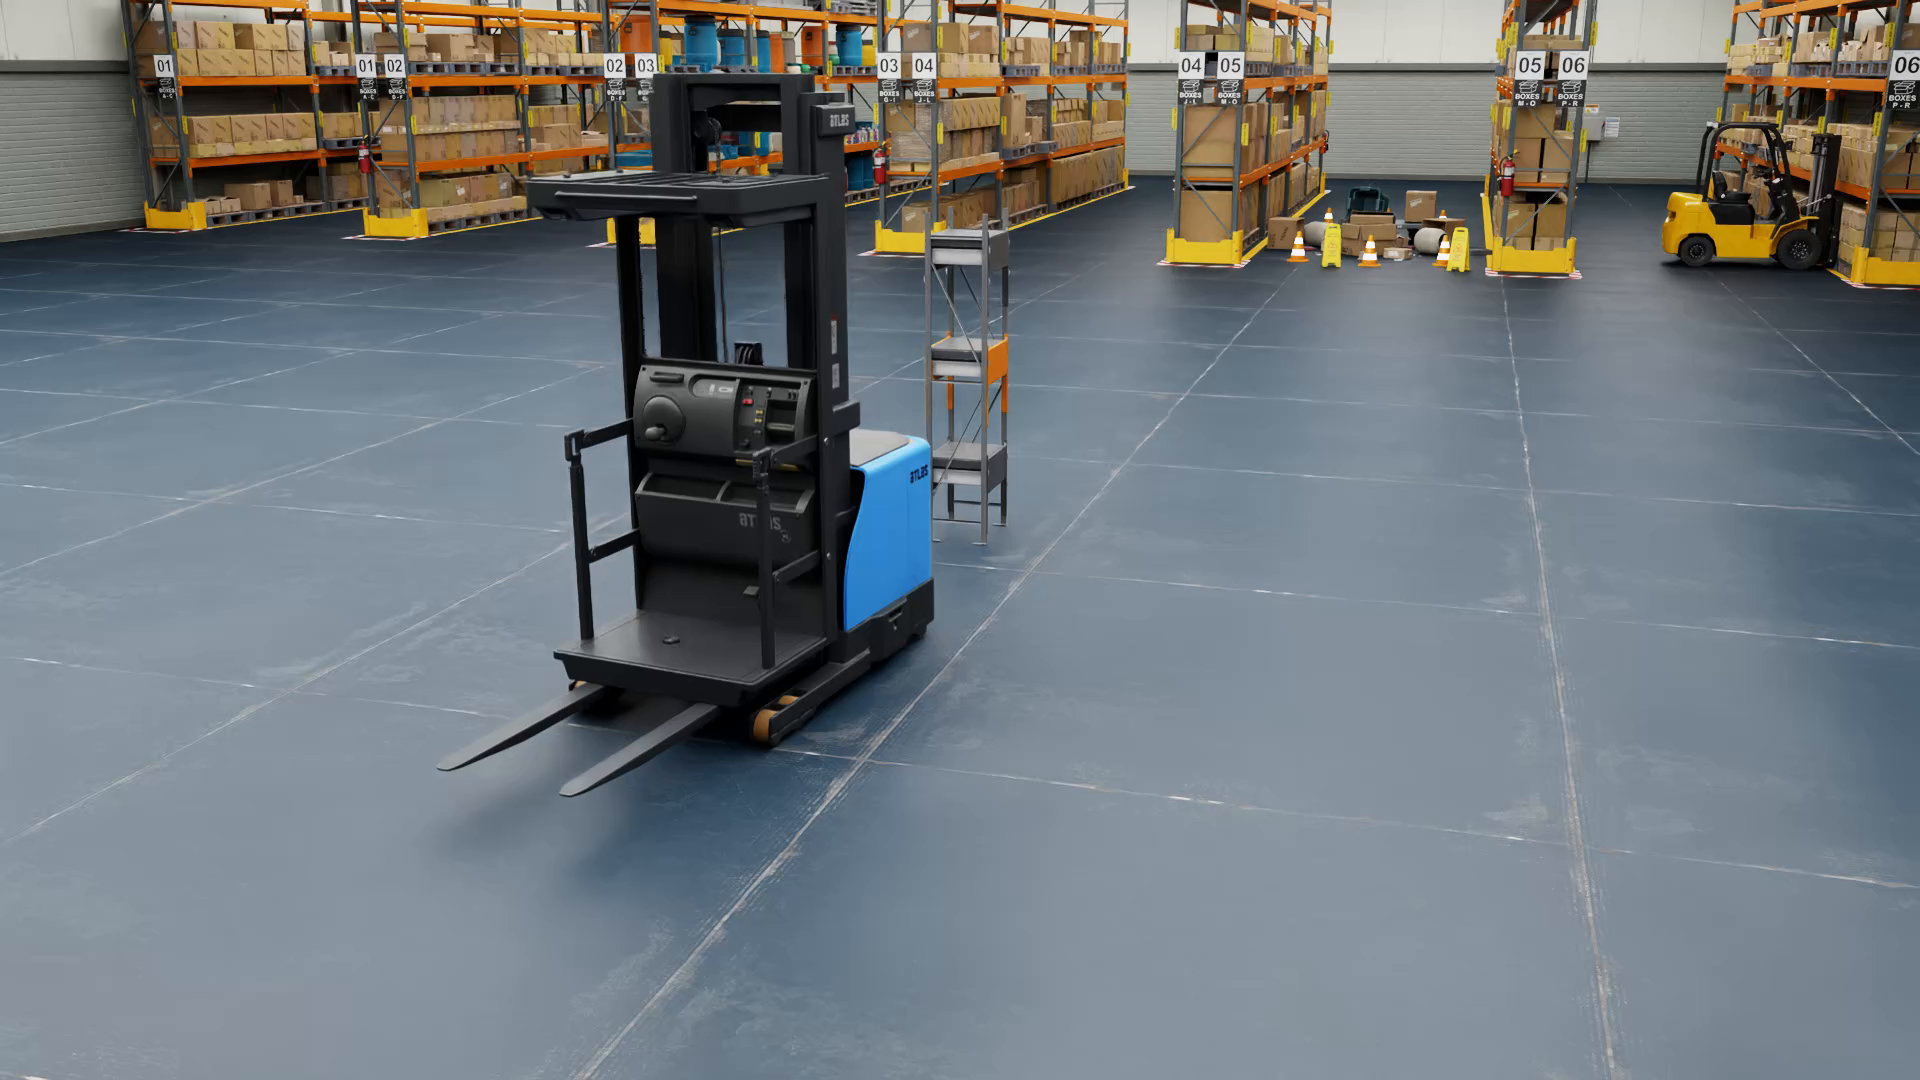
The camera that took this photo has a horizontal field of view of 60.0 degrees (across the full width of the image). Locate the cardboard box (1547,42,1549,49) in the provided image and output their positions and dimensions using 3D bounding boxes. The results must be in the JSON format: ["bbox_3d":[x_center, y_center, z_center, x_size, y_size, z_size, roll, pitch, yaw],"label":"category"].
[{"bbox_3d":[8.928,-7.652,25.812,0.380,0.149,0.250,4,16,14],"label":"cardboard box"}]

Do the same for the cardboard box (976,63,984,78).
[{"bbox_3d":[0.110,-8.287,29.325,0.500,0.250,0.500,5,16,15],"label":"cardboard box"}]

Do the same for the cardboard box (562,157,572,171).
[{"bbox_3d":[-10.937,-10.163,44.973,0.700,0.500,0.500,4,16,14],"label":"cardboard box"}]

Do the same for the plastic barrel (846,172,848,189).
[{"bbox_3d":[-2.806,-8.340,38.525,0.421,0.512,0.421,0,16,0],"label":"plastic barrel"}]

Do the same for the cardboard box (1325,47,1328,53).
[{"bbox_3d":[8.612,-11.747,39.877,0.380,0.149,0.250,4,16,15],"label":"cardboard box"}]

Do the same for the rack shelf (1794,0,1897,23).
[{"bbox_3d":[15.118,-9.043,28.272,1.077,0.370,4.000,5,16,16],"label":"rack shelf"}]

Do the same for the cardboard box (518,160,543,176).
[{"bbox_3d":[-11.375,-9.757,43.544,0.700,0.500,0.500,5,17,17],"label":"cardboard box"}]

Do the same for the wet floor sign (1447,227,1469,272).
[{"bbox_3d":[7.573,-4.410,25.196,0.267,0.644,0.232,11,19,35],"label":"wet floor sign"}]

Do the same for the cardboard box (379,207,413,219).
[{"bbox_3d":[-10.477,-6.090,31.072,0.500,0.250,0.500,5,16,16],"label":"cardboard box"}]

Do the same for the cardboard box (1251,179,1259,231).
[{"bbox_3d":[4.769,-5.934,29.379,0.875,0.875,0.875,5,17,17],"label":"cardboard box"}]

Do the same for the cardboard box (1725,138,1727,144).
[{"bbox_3d":[17.575,-9.056,37.721,0.380,0.149,0.250,5,17,17],"label":"cardboard box"}]

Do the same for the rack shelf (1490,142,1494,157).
[{"bbox_3d":[12.631,-8.826,37.769,1.077,0.370,4.000,5,16,16],"label":"rack shelf"}]

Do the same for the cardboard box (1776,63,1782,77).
[{"bbox_3d":[15.741,-8.874,31.398,0.500,0.250,0.500,5,16,16],"label":"cardboard box"}]

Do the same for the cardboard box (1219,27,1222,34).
[{"bbox_3d":[4.082,-8.337,27.273,0.380,0.149,0.250,5,17,16],"label":"cardboard box"}]

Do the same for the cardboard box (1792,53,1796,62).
[{"bbox_3d":[15.296,-8.732,30.096,0.380,0.166,0.250,5,16,16],"label":"cardboard box"}]

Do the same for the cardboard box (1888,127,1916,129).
[{"bbox_3d":[14.252,-6.172,25.176,0.380,0.149,0.250,5,17,17],"label":"cardboard box"}]

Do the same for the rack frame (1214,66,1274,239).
[{"bbox_3d":[5.015,-6.914,29.707,1.000,3.000,0.127,5,16,16],"label":"rack frame"}]

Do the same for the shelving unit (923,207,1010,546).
[{"bbox_3d":[0.047,-1.053,10.696,0.431,2.100,0.503,5,16,16],"label":"shelving unit"}]

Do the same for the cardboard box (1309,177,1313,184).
[{"bbox_3d":[8.031,-8.392,38.828,0.380,0.149,0.250,4,16,15],"label":"cardboard box"}]

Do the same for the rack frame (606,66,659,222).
[{"bbox_3d":[-5.598,-6.662,28.821,1.000,3.000,0.127,5,16,16],"label":"rack frame"}]

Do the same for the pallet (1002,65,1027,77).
[{"bbox_3d":[0.565,-8.831,31.313,1.213,0.211,1.003,5,16,16],"label":"pallet"}]

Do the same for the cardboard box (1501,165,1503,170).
[{"bbox_3d":[9.020,-6.044,27.101,0.380,0.149,0.250,5,17,16],"label":"cardboard box"}]

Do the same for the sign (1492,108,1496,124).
[{"bbox_3d":[11.530,-9.146,35.847,0.100,0.325,0.005,5,16,16],"label":"sign"}]

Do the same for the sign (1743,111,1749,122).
[{"bbox_3d":[16.300,-8.722,34.496,0.100,0.325,0.005,5,16,16],"label":"sign"}]

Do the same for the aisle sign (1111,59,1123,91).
[{"bbox_3d":[4.006,-11.710,41.855,0.394,0.787,0.004,5,16,16],"label":"aisle sign"}]

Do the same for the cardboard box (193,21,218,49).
[{"bbox_3d":[-14.563,-9.622,31.705,0.500,0.500,0.500,4,16,15],"label":"cardboard box"}]

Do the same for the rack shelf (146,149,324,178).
[{"bbox_3d":[-14.528,-7.608,33.473,1.077,0.370,4.000,5,16,16],"label":"rack shelf"}]

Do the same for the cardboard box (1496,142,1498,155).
[{"bbox_3d":[10.821,-7.683,32.694,0.500,0.250,0.500,4,16,14],"label":"cardboard box"}]

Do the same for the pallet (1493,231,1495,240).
[{"bbox_3d":[10.009,-5.419,29.546,1.003,0.211,1.213,5,16,16],"label":"pallet"}]

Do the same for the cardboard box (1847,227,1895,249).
[{"bbox_3d":[13.251,-4.397,24.188,0.500,0.250,0.500,4,16,15],"label":"cardboard box"}]

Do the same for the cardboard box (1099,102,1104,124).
[{"bbox_3d":[3.090,-10.083,39.237,0.500,0.500,0.500,5,16,16],"label":"cardboard box"}]

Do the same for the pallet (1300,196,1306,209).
[{"bbox_3d":[7.068,-7.461,36.748,1.003,0.211,1.213,5,16,16],"label":"pallet"}]

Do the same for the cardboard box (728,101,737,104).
[{"bbox_3d":[-6.093,-11.222,42.882,0.500,0.500,0.500,5,17,18],"label":"cardboard box"}]

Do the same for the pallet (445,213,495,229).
[{"bbox_3d":[-9.820,-6.227,32.398,1.003,0.211,1.213,5,16,16],"label":"pallet"}]

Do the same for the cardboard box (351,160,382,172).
[{"bbox_3d":[-13.341,-8.422,37.425,0.500,0.250,0.500,5,16,16],"label":"cardboard box"}]

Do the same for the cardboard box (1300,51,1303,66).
[{"bbox_3d":[6.704,-9.711,33.891,0.500,0.500,0.500,5,16,16],"label":"cardboard box"}]

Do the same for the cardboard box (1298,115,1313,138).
[{"bbox_3d":[7.670,-9.308,37.420,0.500,0.500,0.500,4,16,15],"label":"cardboard box"}]

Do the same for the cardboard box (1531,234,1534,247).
[{"bbox_3d":[9.442,-4.855,26.719,0.500,0.250,0.500,6,17,20],"label":"cardboard box"}]

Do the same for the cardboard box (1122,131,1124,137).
[{"bbox_3d":[3.913,-10.225,41.841,0.380,0.149,0.250,5,17,17],"label":"cardboard box"}]

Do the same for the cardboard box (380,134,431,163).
[{"bbox_3d":[-10.201,-7.217,30.592,0.700,0.500,0.500,5,16,16],"label":"cardboard box"}]

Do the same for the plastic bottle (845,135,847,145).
[{"bbox_3d":[-2.597,-9.026,37.391,0.097,0.271,0.097,0,16,0],"label":"plastic bottle"}]

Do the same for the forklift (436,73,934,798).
[{"bbox_3d":[-1.205,-0.609,7.606,1.130,2.935,3.031,7,17,23],"label":"forklift"}]

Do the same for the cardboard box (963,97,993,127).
[{"bbox_3d":[0.283,-7.727,30.014,0.500,0.500,0.500,5,16,16],"label":"cardboard box"}]

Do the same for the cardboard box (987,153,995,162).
[{"bbox_3d":[0.428,-7.060,30.684,0.380,0.149,0.250,5,16,16],"label":"cardboard box"}]

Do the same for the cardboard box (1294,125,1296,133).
[{"bbox_3d":[6.846,-8.632,34.912,0.380,0.149,0.250,4,16,15],"label":"cardboard box"}]

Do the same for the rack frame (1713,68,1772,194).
[{"bbox_3d":[17.960,-9.312,38.162,1.000,3.000,0.127,5,16,16],"label":"rack frame"}]

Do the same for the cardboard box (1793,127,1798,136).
[{"bbox_3d":[15.128,-7.310,29.732,0.380,0.149,0.250,5,17,16],"label":"cardboard box"}]

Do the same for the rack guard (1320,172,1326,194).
[{"bbox_3d":[8.403,-8.831,41.047,1.175,0.500,0.348,5,16,16],"label":"rack guard"}]

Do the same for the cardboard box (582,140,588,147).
[{"bbox_3d":[-8.381,-8.682,36.400,0.380,0.149,0.250,6,17,20],"label":"cardboard box"}]

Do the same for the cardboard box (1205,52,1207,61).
[{"bbox_3d":[3.647,-7.553,25.971,0.380,0.149,0.250,5,16,16],"label":"cardboard box"}]

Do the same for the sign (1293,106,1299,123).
[{"bbox_3d":[6.684,-8.475,33.090,0.100,0.325,0.005,5,16,16],"label":"sign"}]

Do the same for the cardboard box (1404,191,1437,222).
[{"bbox_3d":[8.074,-5.848,29.144,0.500,0.500,0.500,5,16,16],"label":"cardboard box"}]
